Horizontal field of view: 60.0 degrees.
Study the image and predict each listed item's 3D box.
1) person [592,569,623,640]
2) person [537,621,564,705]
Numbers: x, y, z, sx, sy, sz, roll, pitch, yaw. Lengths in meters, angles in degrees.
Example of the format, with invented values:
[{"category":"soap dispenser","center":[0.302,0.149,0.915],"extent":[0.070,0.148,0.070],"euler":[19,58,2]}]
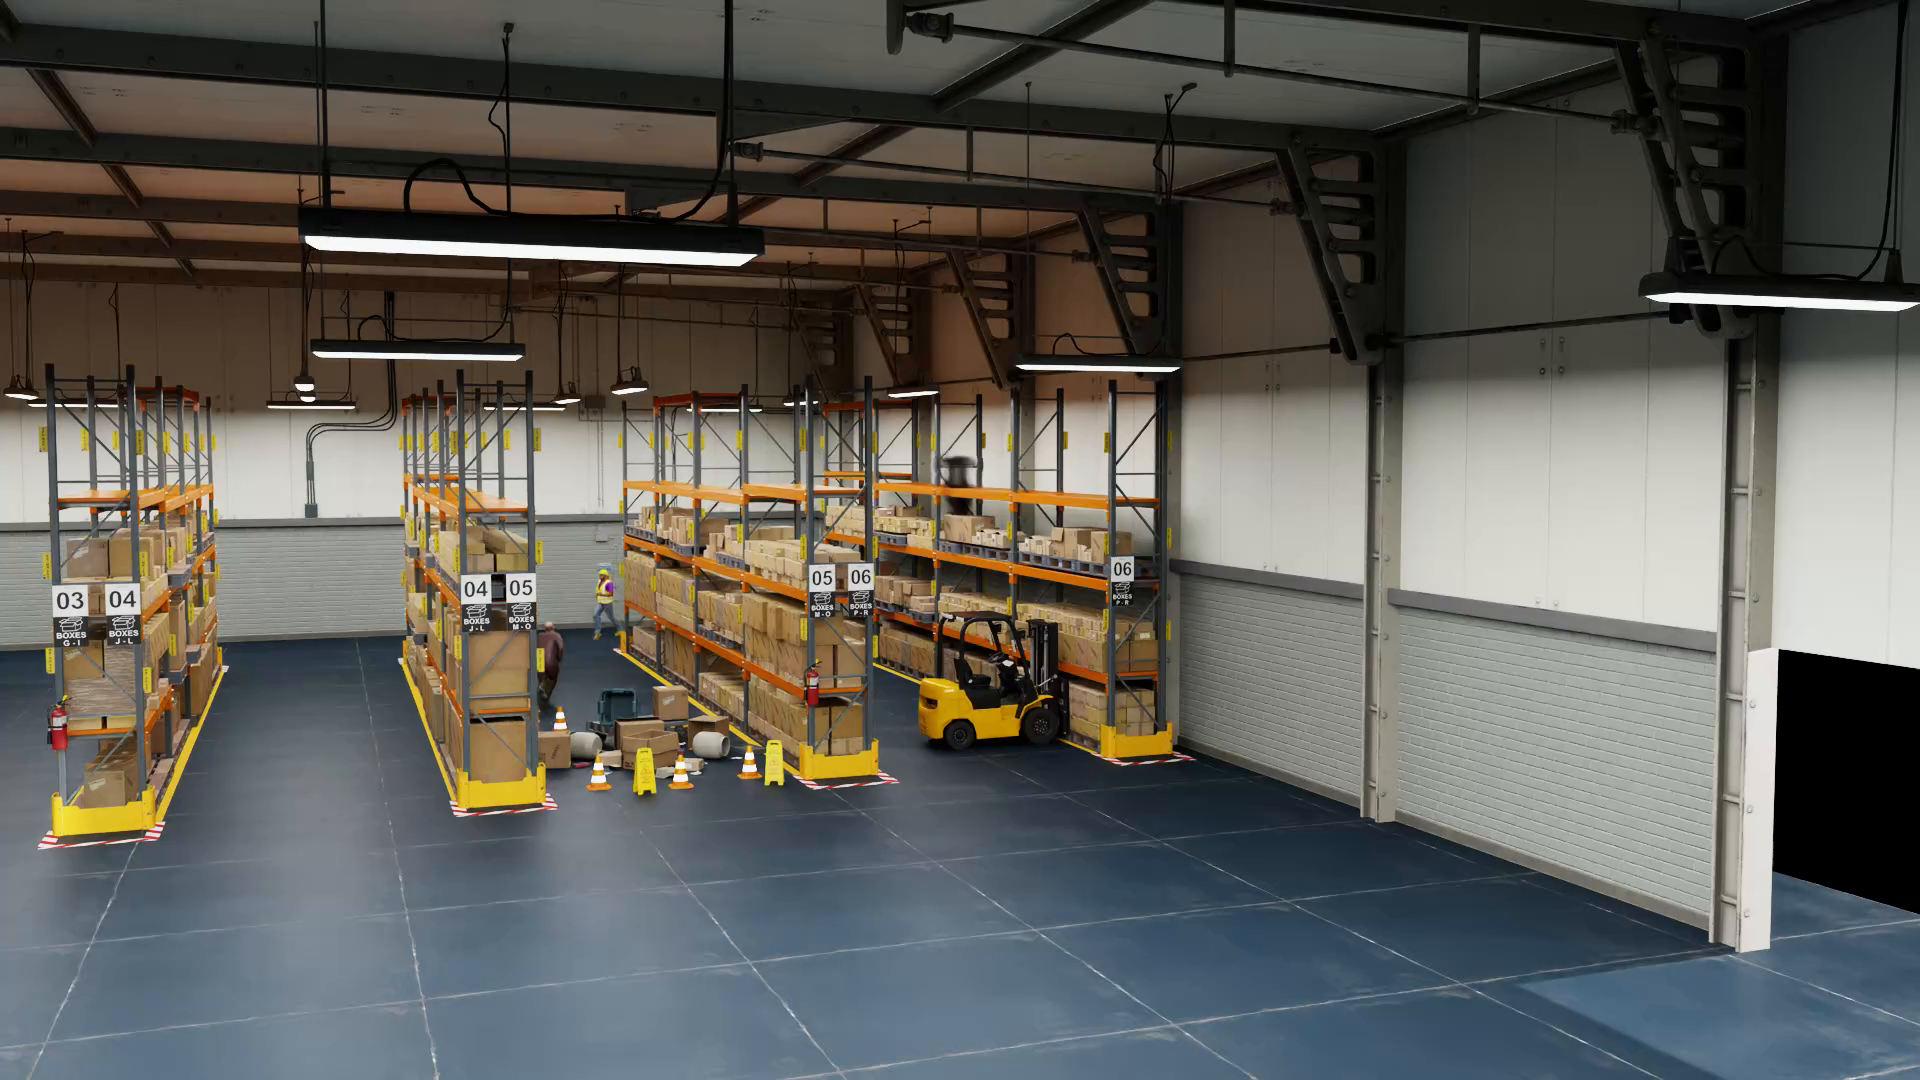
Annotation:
[{"category":"person","center":[-9.030,1.642,42.462],"extent":[0.748,1.815,0.882],"euler":[3,4,39]},{"category":"person","center":[-7.919,2.375,31.633],"extent":[0.723,1.584,0.990],"euler":[0,3,-1]}]
